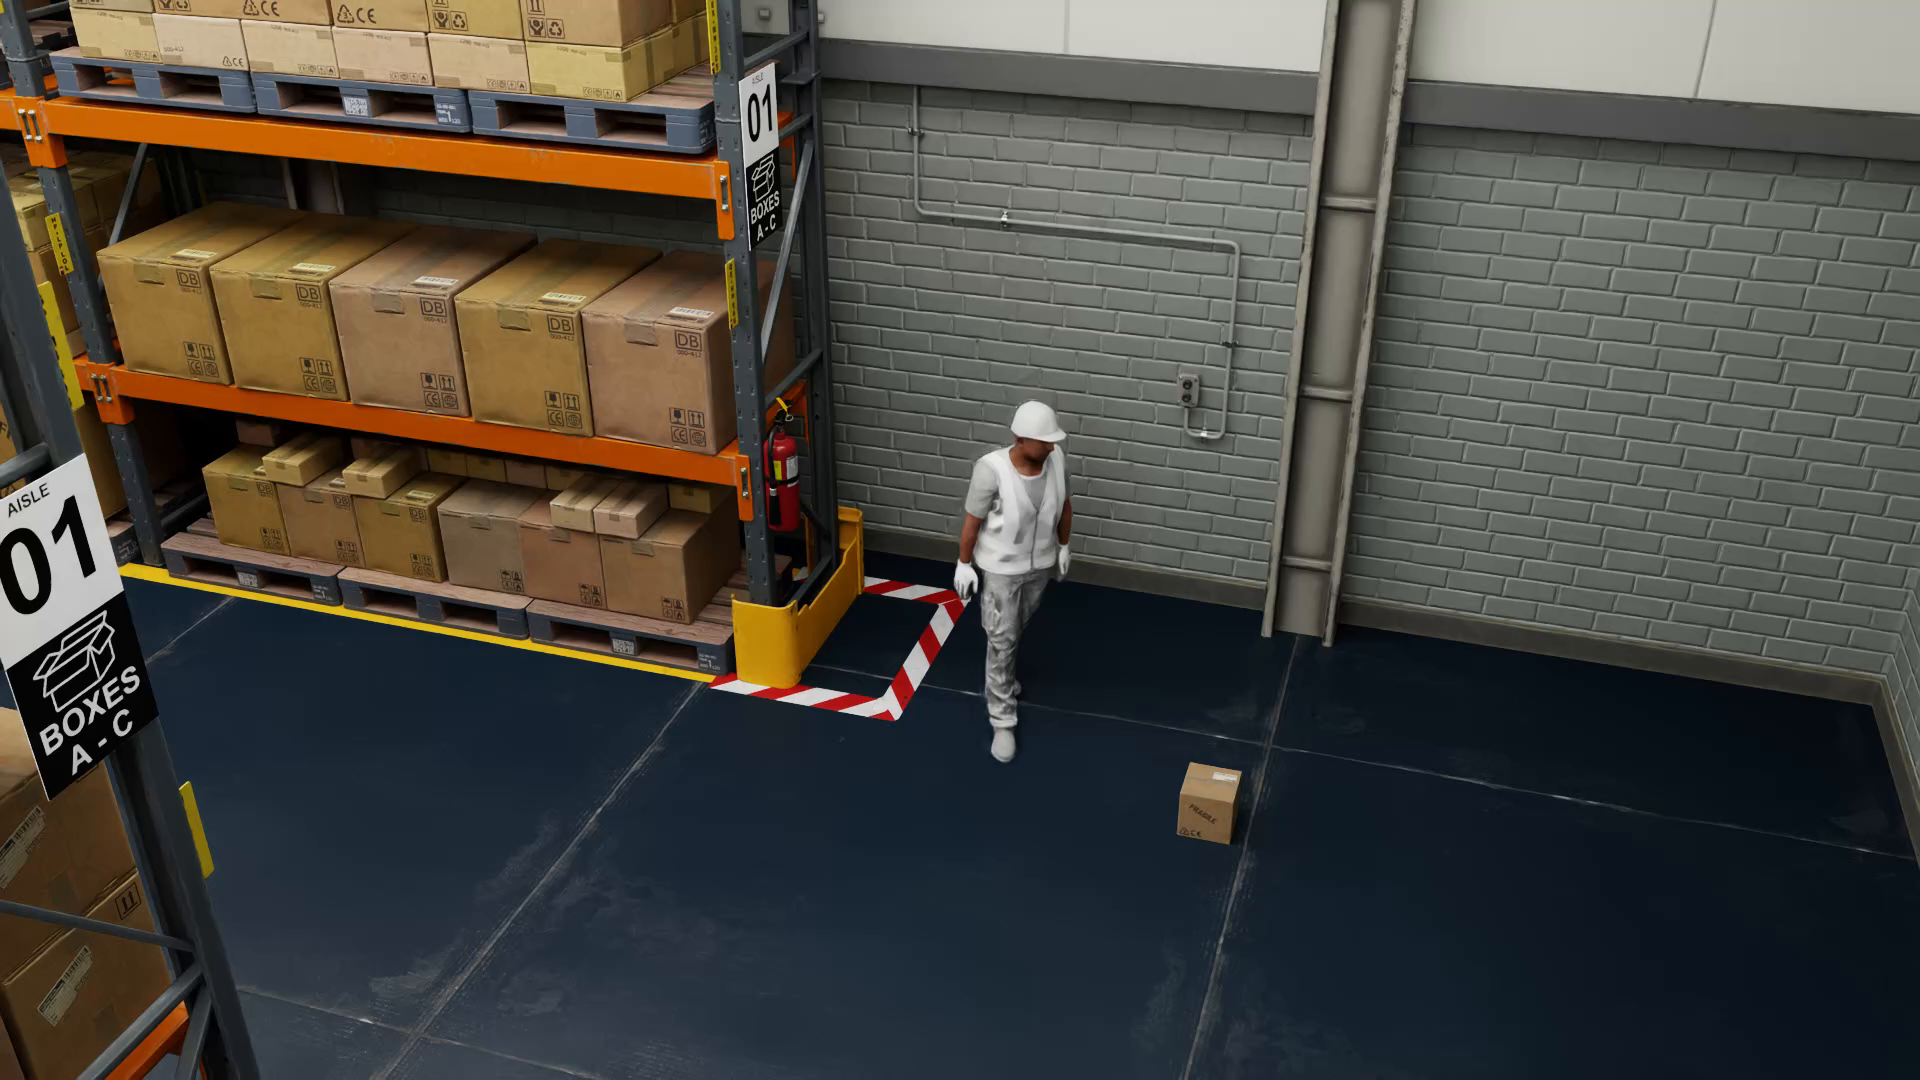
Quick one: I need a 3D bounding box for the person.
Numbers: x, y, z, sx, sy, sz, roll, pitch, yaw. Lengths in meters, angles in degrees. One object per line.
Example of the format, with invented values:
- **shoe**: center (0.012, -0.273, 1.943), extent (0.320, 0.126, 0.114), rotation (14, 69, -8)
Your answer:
- **person**: center (0.291, 0.122, 8.275), extent (0.635, 1.781, 0.725), rotation (-16, 33, -27)
